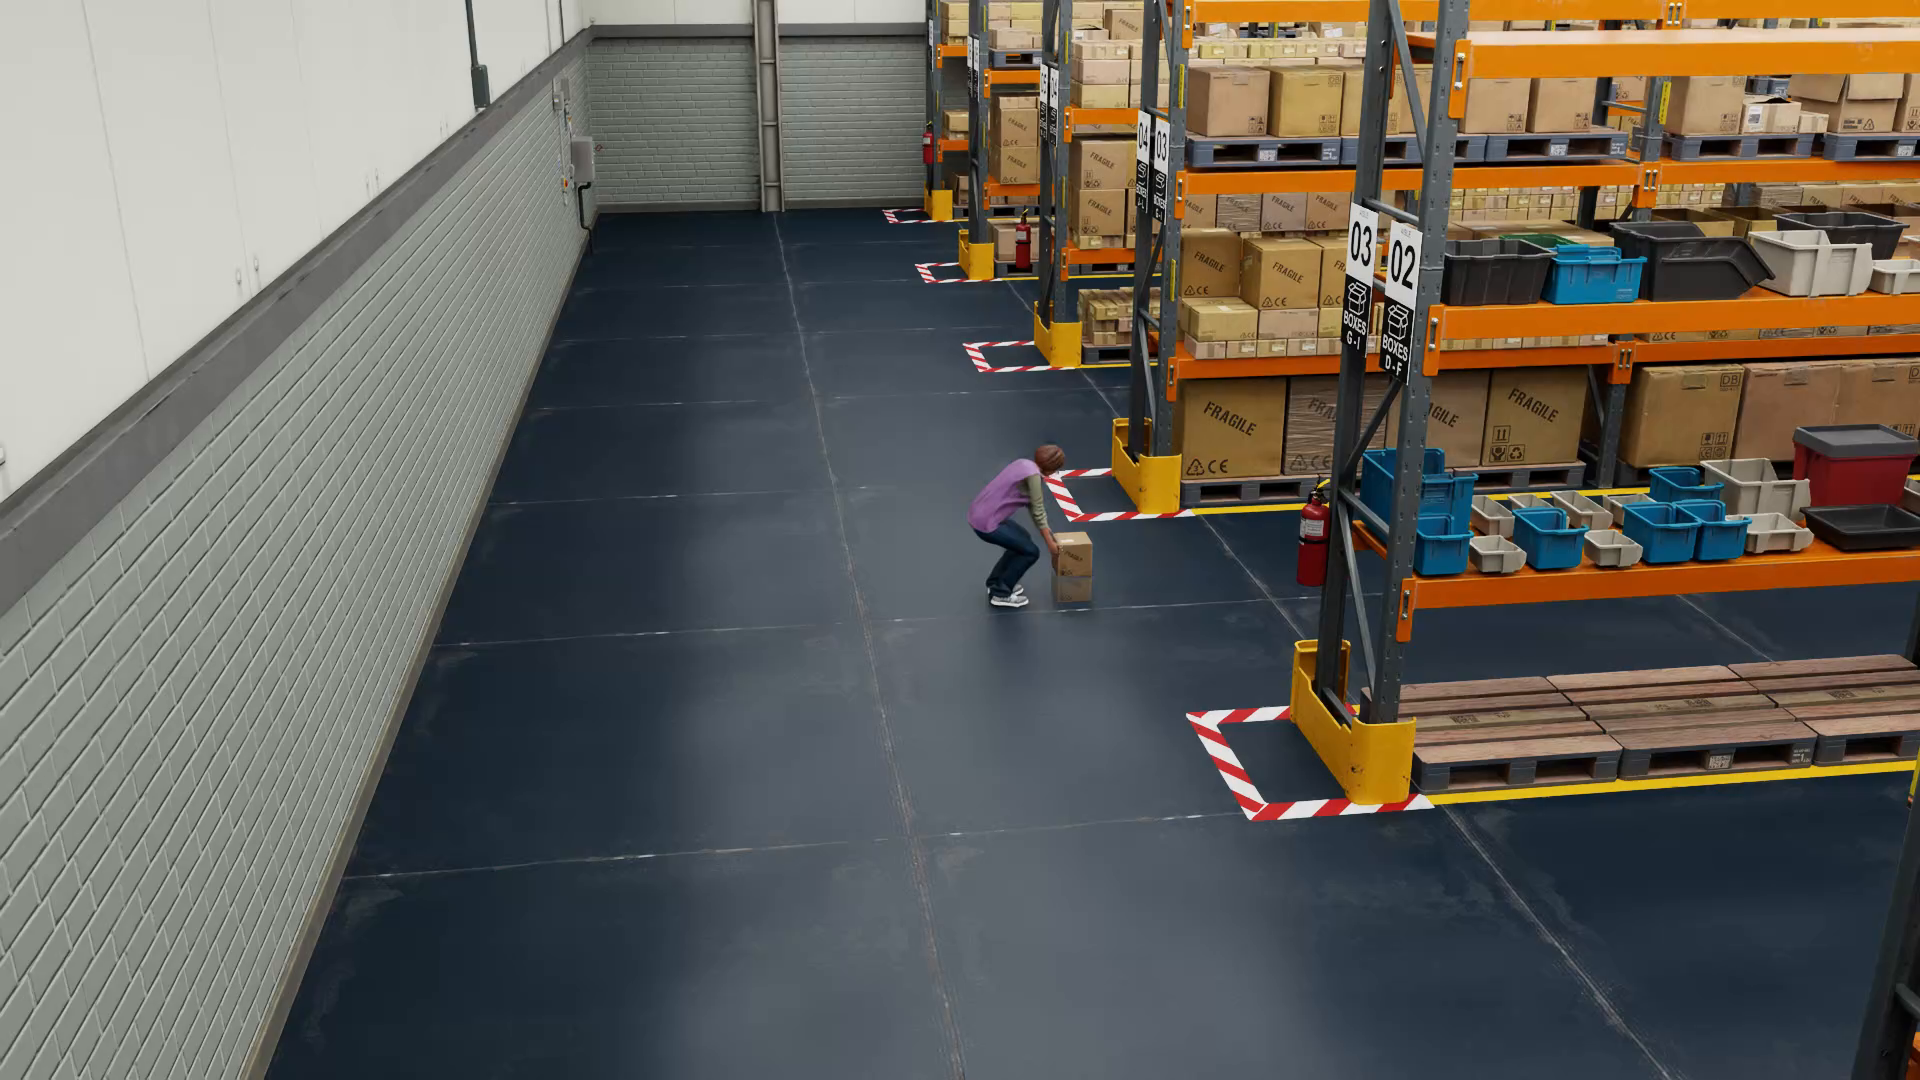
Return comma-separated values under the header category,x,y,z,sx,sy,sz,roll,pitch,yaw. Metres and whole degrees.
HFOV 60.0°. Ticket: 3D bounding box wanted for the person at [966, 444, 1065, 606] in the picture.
category,x,y,z,sx,sy,sz,roll,pitch,yaw
person,0.399,-0.122,12.051,0.721,1.163,0.464,-3,20,-7
